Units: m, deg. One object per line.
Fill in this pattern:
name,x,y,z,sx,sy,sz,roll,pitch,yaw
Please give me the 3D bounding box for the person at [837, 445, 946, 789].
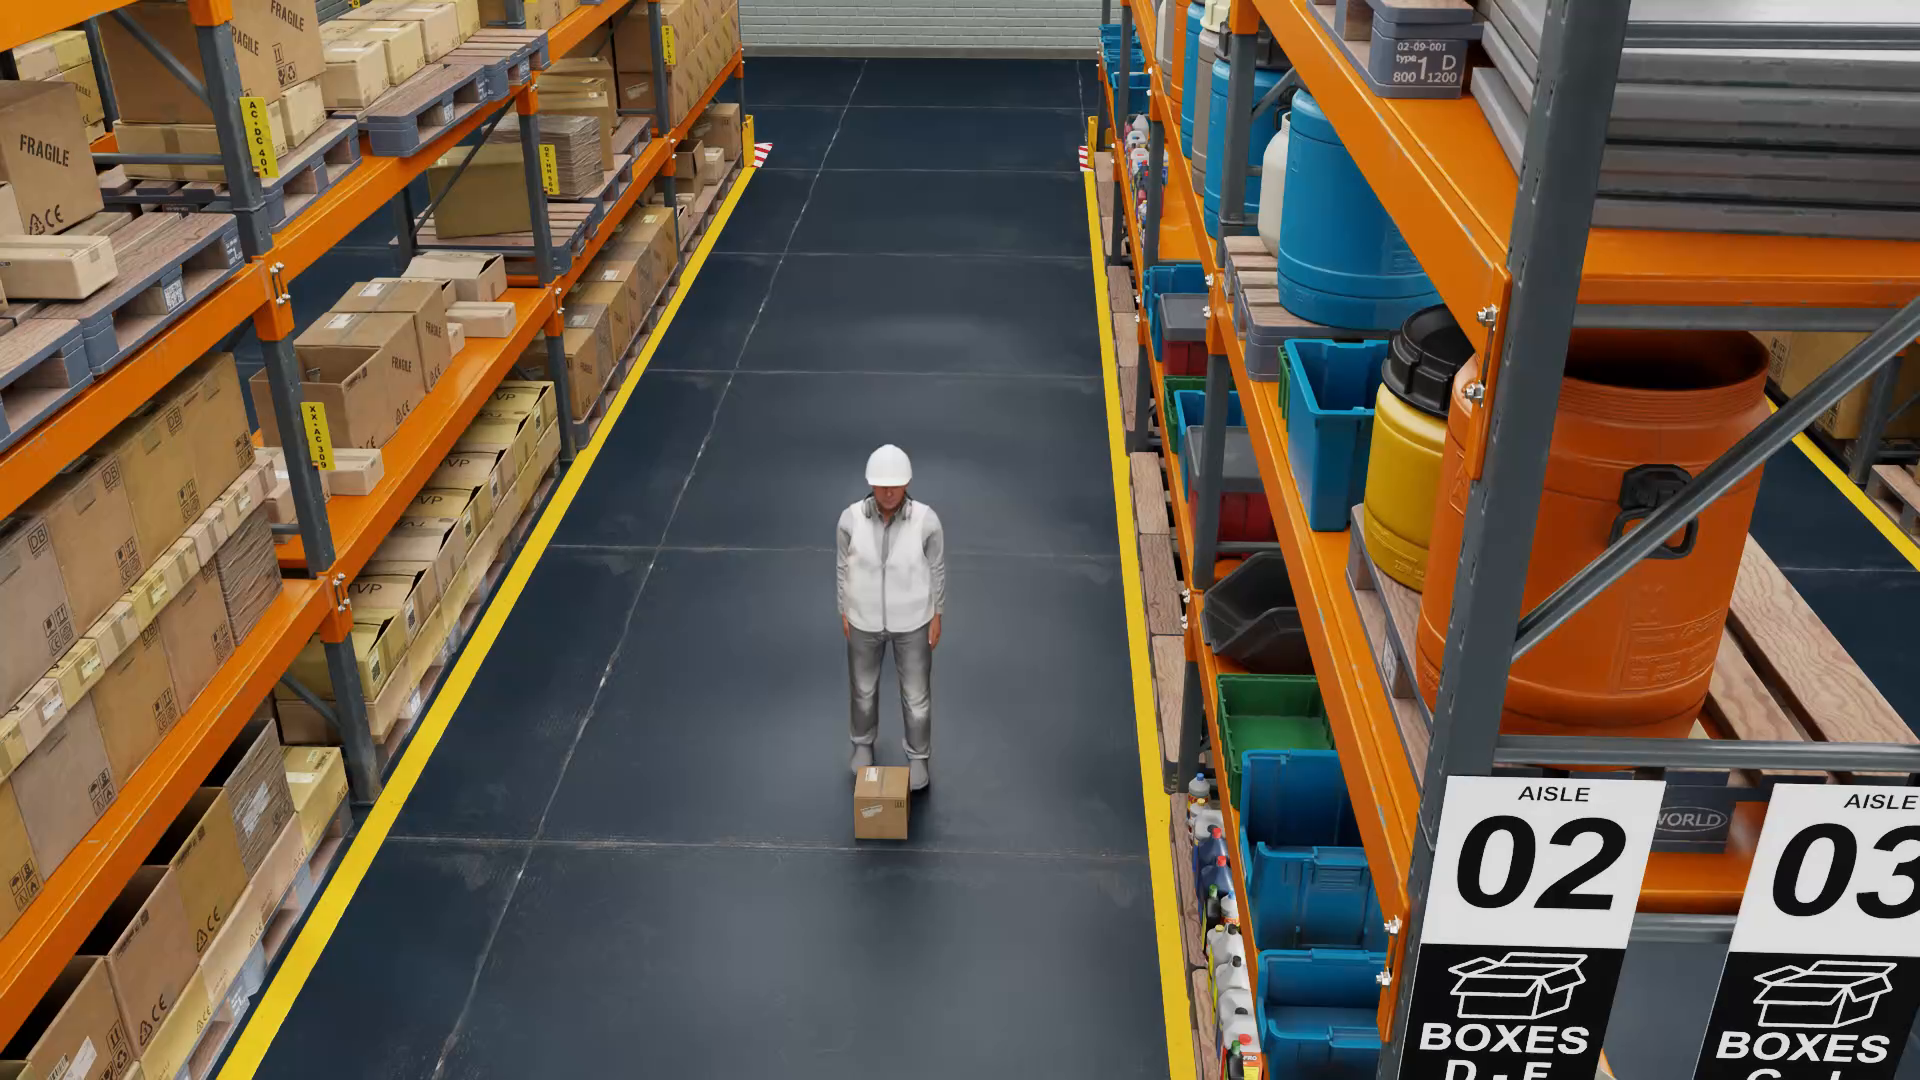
person,-0.335,0.393,8.113,0.532,1.798,0.427,2,28,3
